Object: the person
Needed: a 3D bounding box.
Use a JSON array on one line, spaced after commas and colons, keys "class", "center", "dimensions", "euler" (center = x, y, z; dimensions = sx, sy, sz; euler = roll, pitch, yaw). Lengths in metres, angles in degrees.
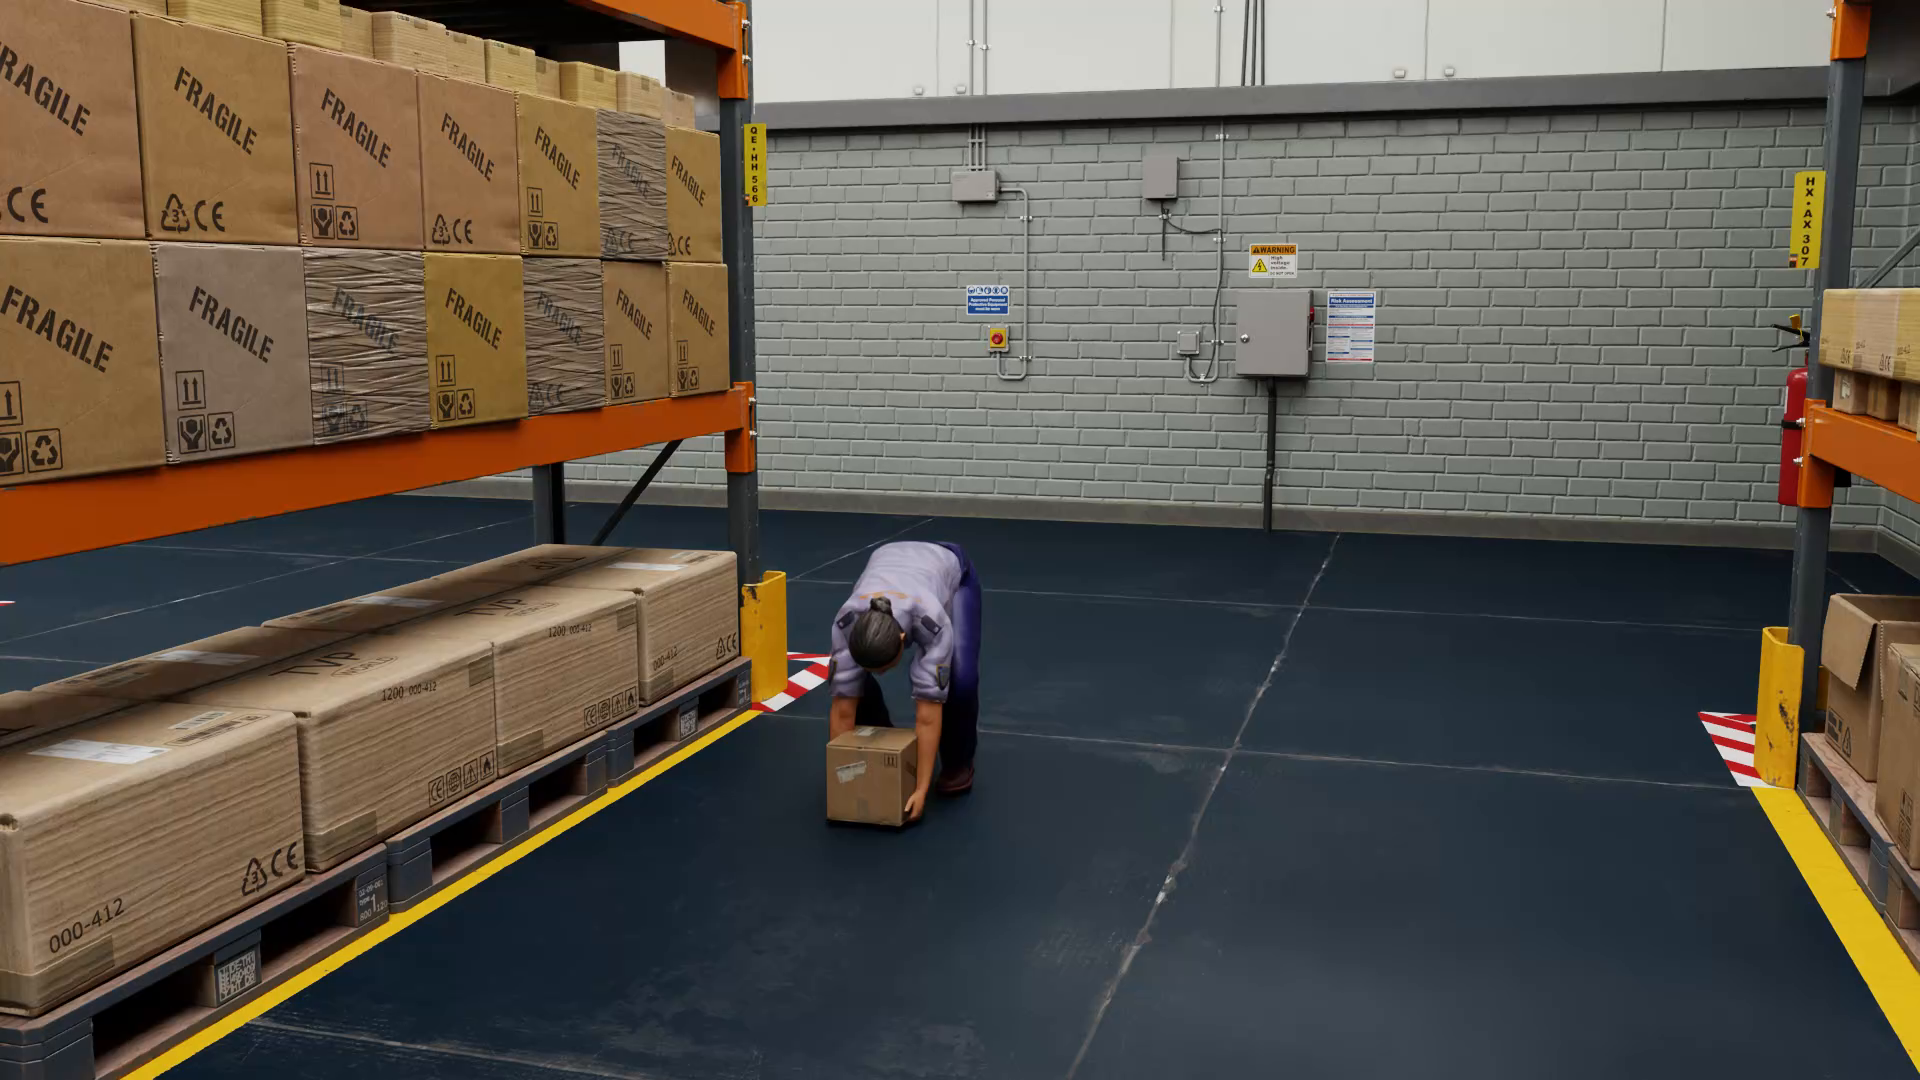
[{"class": "person", "center": [-0.196, 0.458, 5.560], "dimensions": [0.513, 0.841, 0.829], "euler": [2, 9, 13]}]
